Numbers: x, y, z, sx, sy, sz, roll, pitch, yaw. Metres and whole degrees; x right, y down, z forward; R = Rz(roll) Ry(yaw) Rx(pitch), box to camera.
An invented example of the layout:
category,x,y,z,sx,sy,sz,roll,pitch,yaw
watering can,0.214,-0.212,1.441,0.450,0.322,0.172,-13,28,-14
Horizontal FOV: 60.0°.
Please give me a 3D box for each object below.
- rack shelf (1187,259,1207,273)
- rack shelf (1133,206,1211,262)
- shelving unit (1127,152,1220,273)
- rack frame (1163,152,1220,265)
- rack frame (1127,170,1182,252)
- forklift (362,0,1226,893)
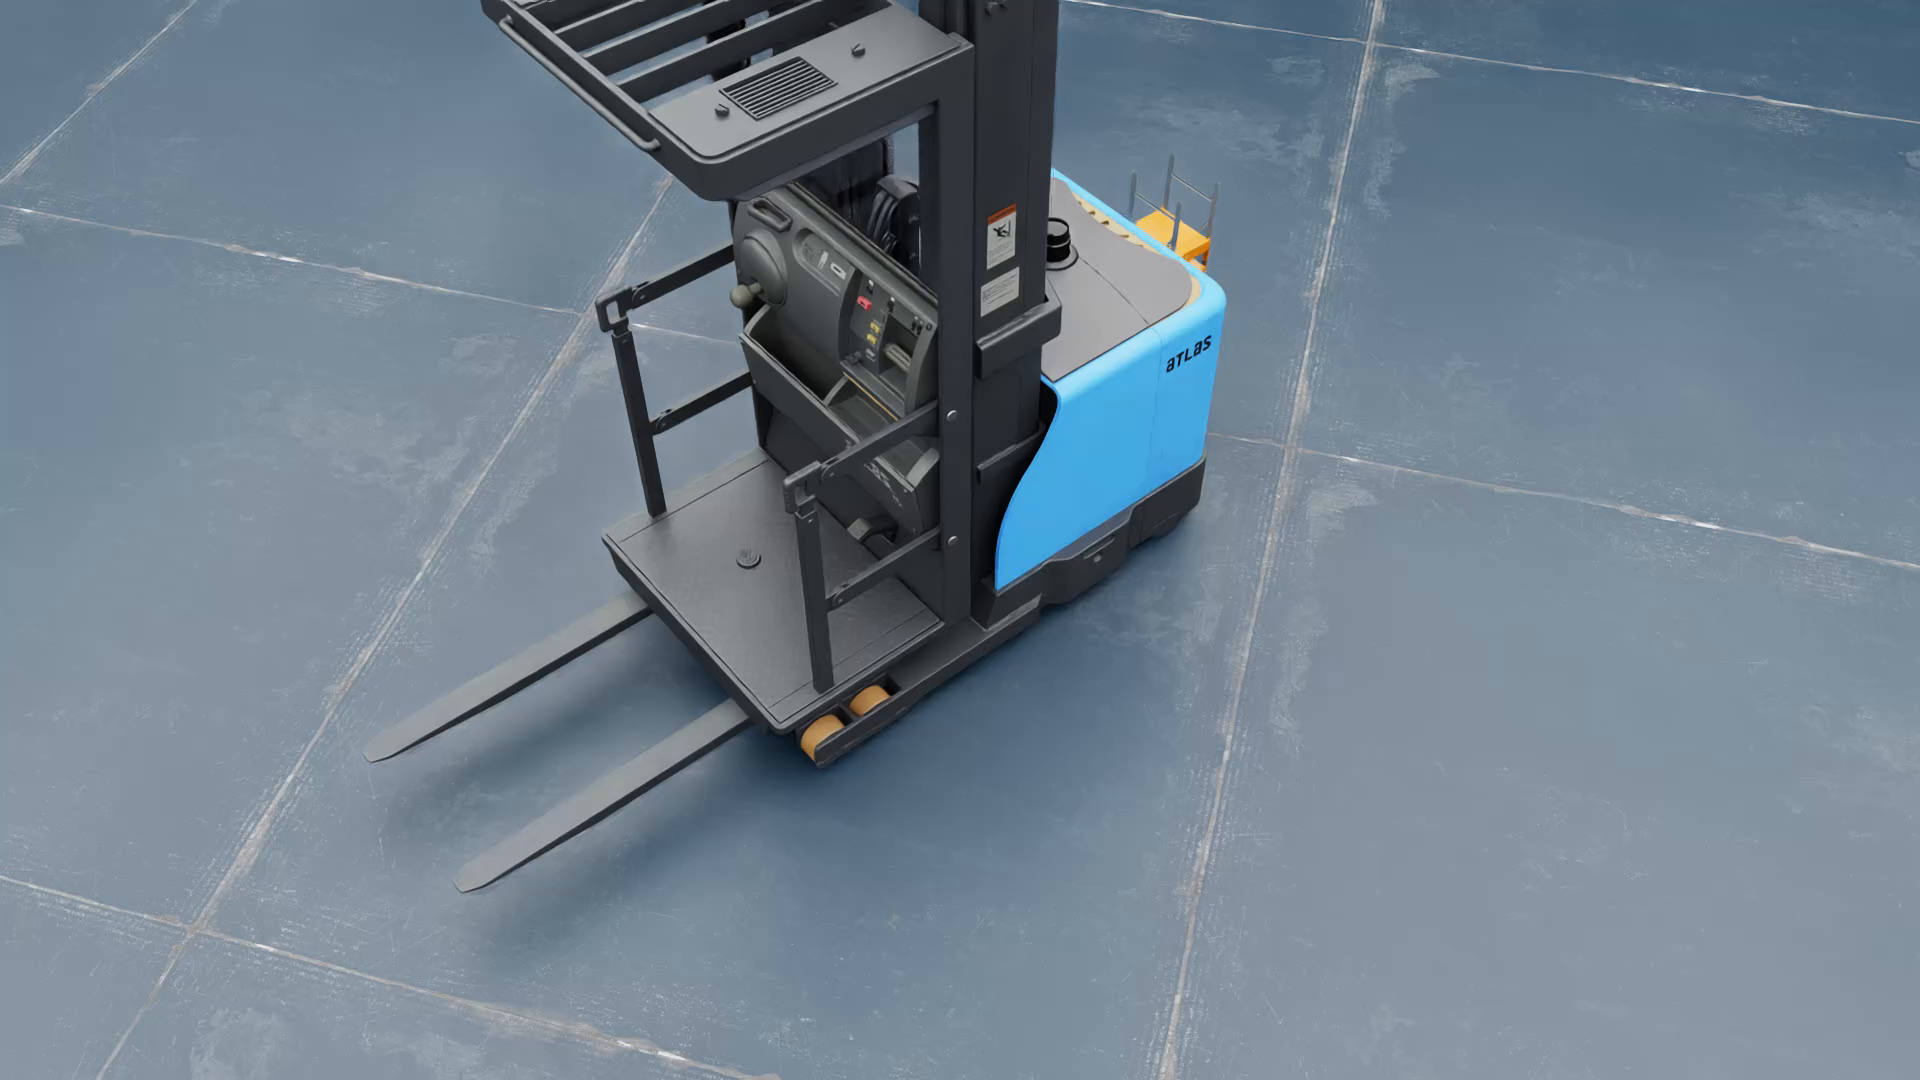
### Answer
category,x,y,z,sx,sy,sz,roll,pitch,yaw
rack shelf,0.741,-0.984,6.055,0.180,0.103,0.258,-31,56,-26
rack shelf,0.743,-1.065,5.966,0.180,0.103,0.258,-31,56,-26
shelving unit,0.737,-0.852,6.199,0.189,1.200,0.258,-31,56,-26
rack frame,0.807,-0.895,6.240,0.006,1.200,0.240,-31,56,-26
rack frame,0.667,-0.810,6.159,0.006,1.200,0.240,-31,56,-26
forklift,-0.548,-0.671,4.887,3.031,2.935,1.130,-32,56,-25
